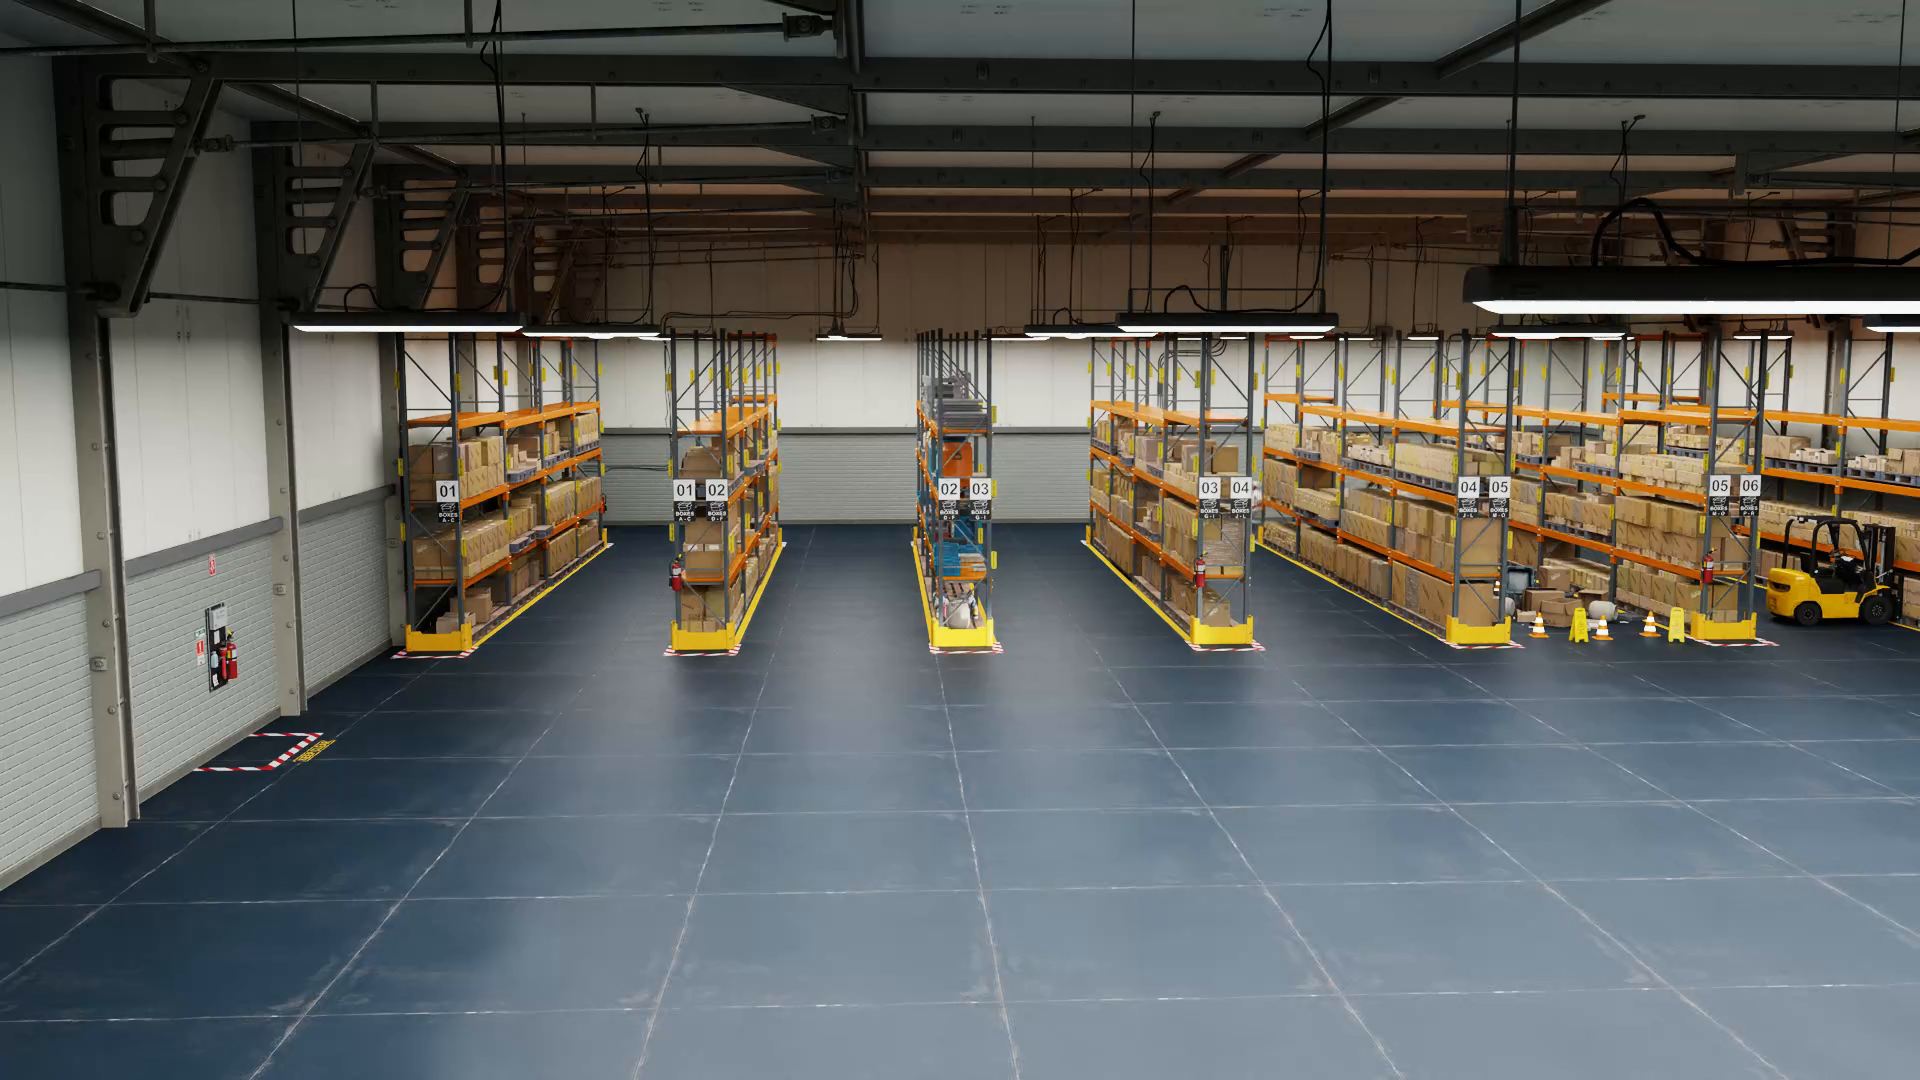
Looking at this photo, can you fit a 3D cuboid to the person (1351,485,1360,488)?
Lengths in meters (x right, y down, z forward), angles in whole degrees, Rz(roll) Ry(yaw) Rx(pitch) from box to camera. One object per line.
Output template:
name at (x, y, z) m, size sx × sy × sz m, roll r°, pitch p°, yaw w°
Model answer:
person at (10.983, -0.629, 46.207) m, size 0.648 × 1.773 × 0.989 m, roll -1°, pitch 7°, yaw -8°

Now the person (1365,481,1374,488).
person at (12.188, -0.981, 49.667) m, size 0.922 × 1.691 × 0.614 m, roll -2°, pitch 7°, yaw -16°

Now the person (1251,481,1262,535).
person at (8.668, -0.885, 48.946) m, size 0.656 × 1.717 × 0.721 m, roll -1°, pitch 7°, yaw -9°
